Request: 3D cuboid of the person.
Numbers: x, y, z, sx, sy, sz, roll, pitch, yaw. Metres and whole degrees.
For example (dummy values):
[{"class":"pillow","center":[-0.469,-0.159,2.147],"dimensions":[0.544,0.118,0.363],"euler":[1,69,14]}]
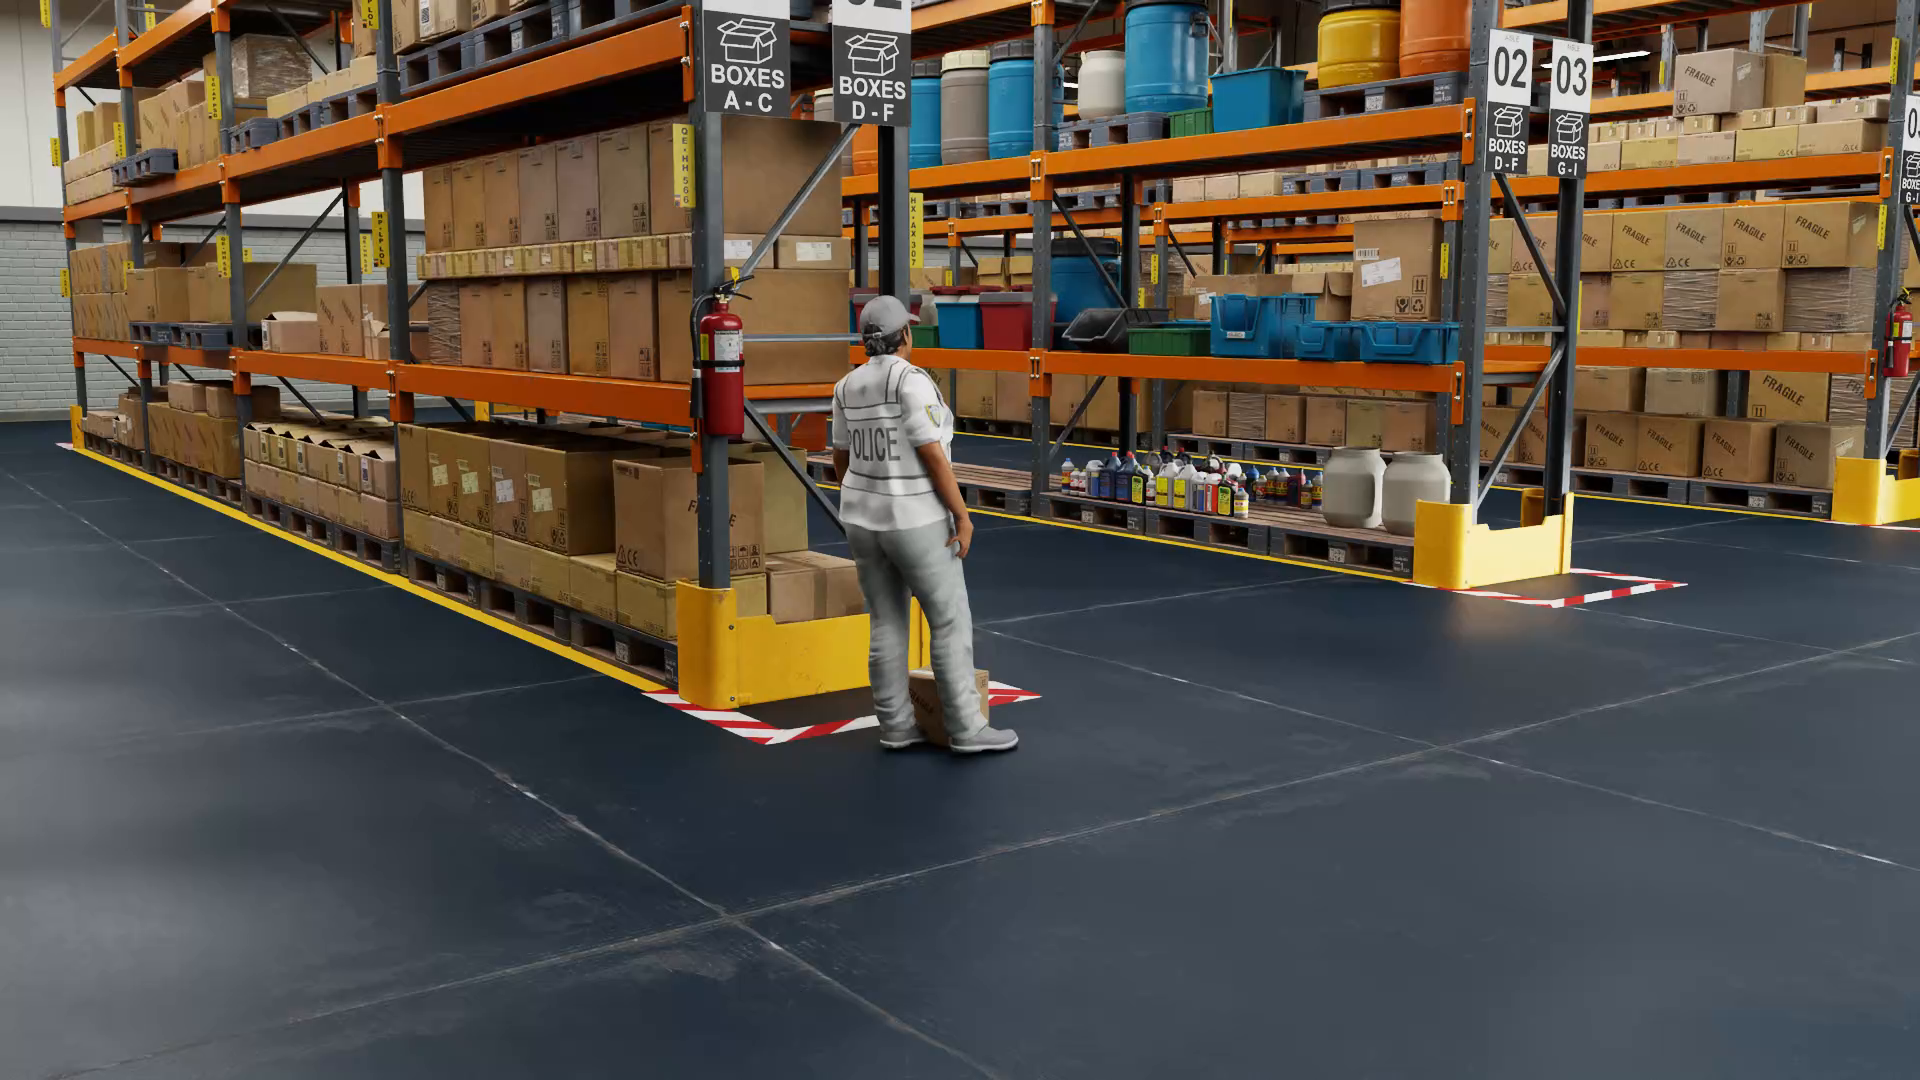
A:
[{"class":"person","center":[-0.151,-0.056,6.123],"dimensions":[0.599,1.670,0.529],"euler":[7,10,40]}]
